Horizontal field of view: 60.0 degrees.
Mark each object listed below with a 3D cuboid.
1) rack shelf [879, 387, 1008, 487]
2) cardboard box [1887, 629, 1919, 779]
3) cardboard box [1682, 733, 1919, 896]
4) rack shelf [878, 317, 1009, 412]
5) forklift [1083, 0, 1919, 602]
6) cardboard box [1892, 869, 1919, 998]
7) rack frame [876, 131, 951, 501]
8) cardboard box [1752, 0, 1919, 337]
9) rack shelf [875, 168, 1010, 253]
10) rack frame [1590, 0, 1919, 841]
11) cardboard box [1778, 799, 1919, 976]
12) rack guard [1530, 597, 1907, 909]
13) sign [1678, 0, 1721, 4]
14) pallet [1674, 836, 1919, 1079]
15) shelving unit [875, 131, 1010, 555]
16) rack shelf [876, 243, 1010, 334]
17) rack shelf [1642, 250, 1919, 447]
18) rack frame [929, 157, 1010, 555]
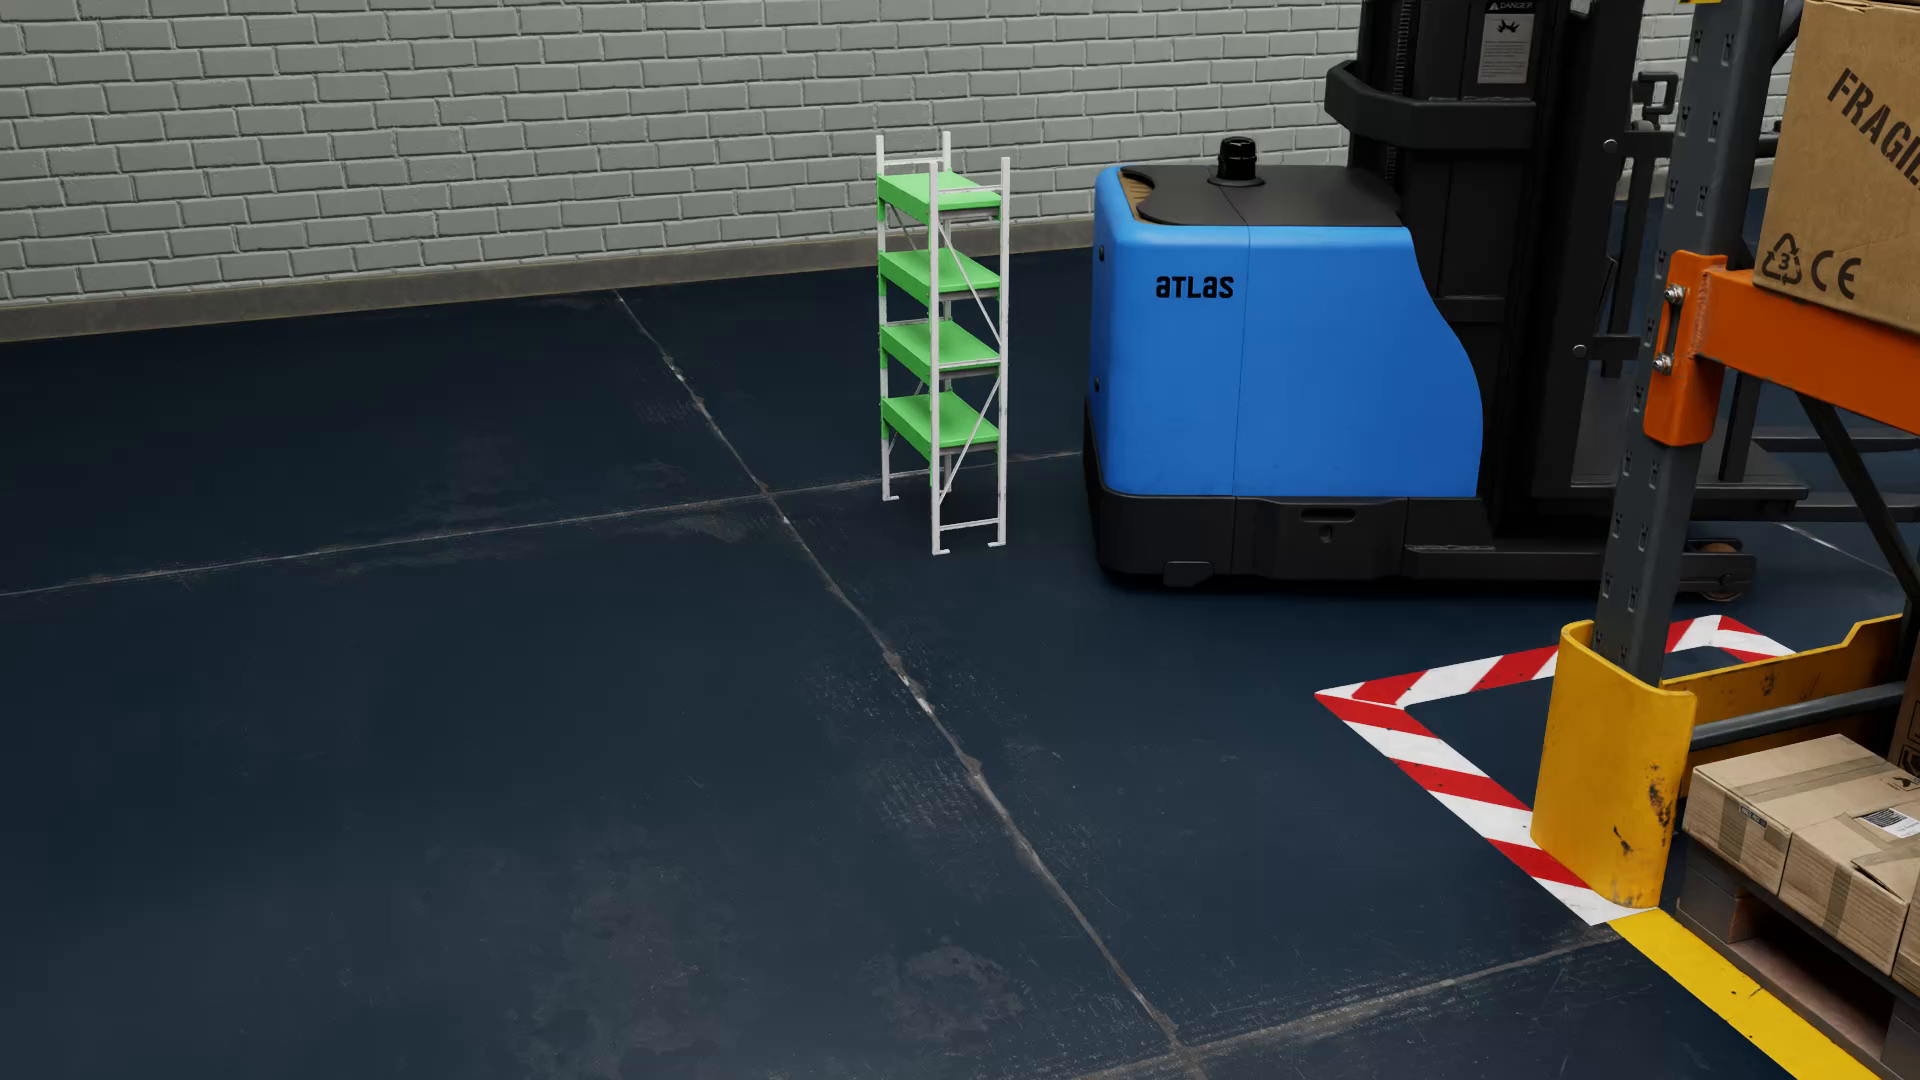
[{"bbox_3d":[-0.058,-0.333,5.278,0.258,0.148,0.480,-8,24,-19],"label":"rack shelf"},{"bbox_3d":[2.249,0.331,3.254,0.500,0.500,0.500,-8,24,-19],"label":"cardboard box"},{"bbox_3d":[1.653,0.529,3.238,0.380,0.149,0.250,-8,24,-19],"label":"cardboard box"},{"bbox_3d":[-0.058,-0.554,5.184,0.258,0.148,0.480,-8,24,-19],"label":"rack shelf"},{"bbox_3d":[1.930,-1.380,4.751,3.031,2.935,1.130,0,23,1],"label":"forklift"},{"bbox_3d":[1.930,0.701,2.699,0.500,0.250,0.500,-8,24,-19],"label":"cardboard box"},{"bbox_3d":[-0.145,-0.702,5.370,0.240,1.200,0.015,-8,24,-19],"label":"rack frame"},{"bbox_3d":[1.737,-0.630,2.755,0.500,0.500,0.500,-8,24,-18],"label":"cardboard box"},{"bbox_3d":[-0.058,-0.996,4.998,0.258,0.148,0.480,-8,24,-19],"label":"rack shelf"},{"bbox_3d":[1.827,-0.782,3.243,1.000,3.000,0.127,-8,24,-19],"label":"rack frame"},{"bbox_3d":[1.742,0.611,3.019,0.380,0.166,0.250,-8,24,-19],"label":"cardboard box"},{"bbox_3d":[1.854,0.398,3.663,1.175,0.500,0.348,-8,24,-19],"label":"rack guard"},{"bbox_3d":[1.319,-1.106,2.898,0.100,0.325,0.005,-8,24,-19],"label":"sign"},{"bbox_3d":[2.136,0.821,3.032,1.003,0.211,1.213,-8,24,-19],"label":"pallet"},{"bbox_3d":[-0.058,-0.613,5.160,0.258,1.200,0.503,-8,24,-19],"label":"shelving unit"},{"bbox_3d":[-0.058,-0.775,5.091,0.258,0.148,0.480,-8,24,-19],"label":"rack shelf"},{"bbox_3d":[2.533,0.276,1.658,1.077,0.370,4.000,-8,24,-19],"label":"rack shelf"},{"bbox_3d":[0.028,-0.524,4.949,0.240,1.200,0.015,-8,24,-19],"label":"rack frame"}]
